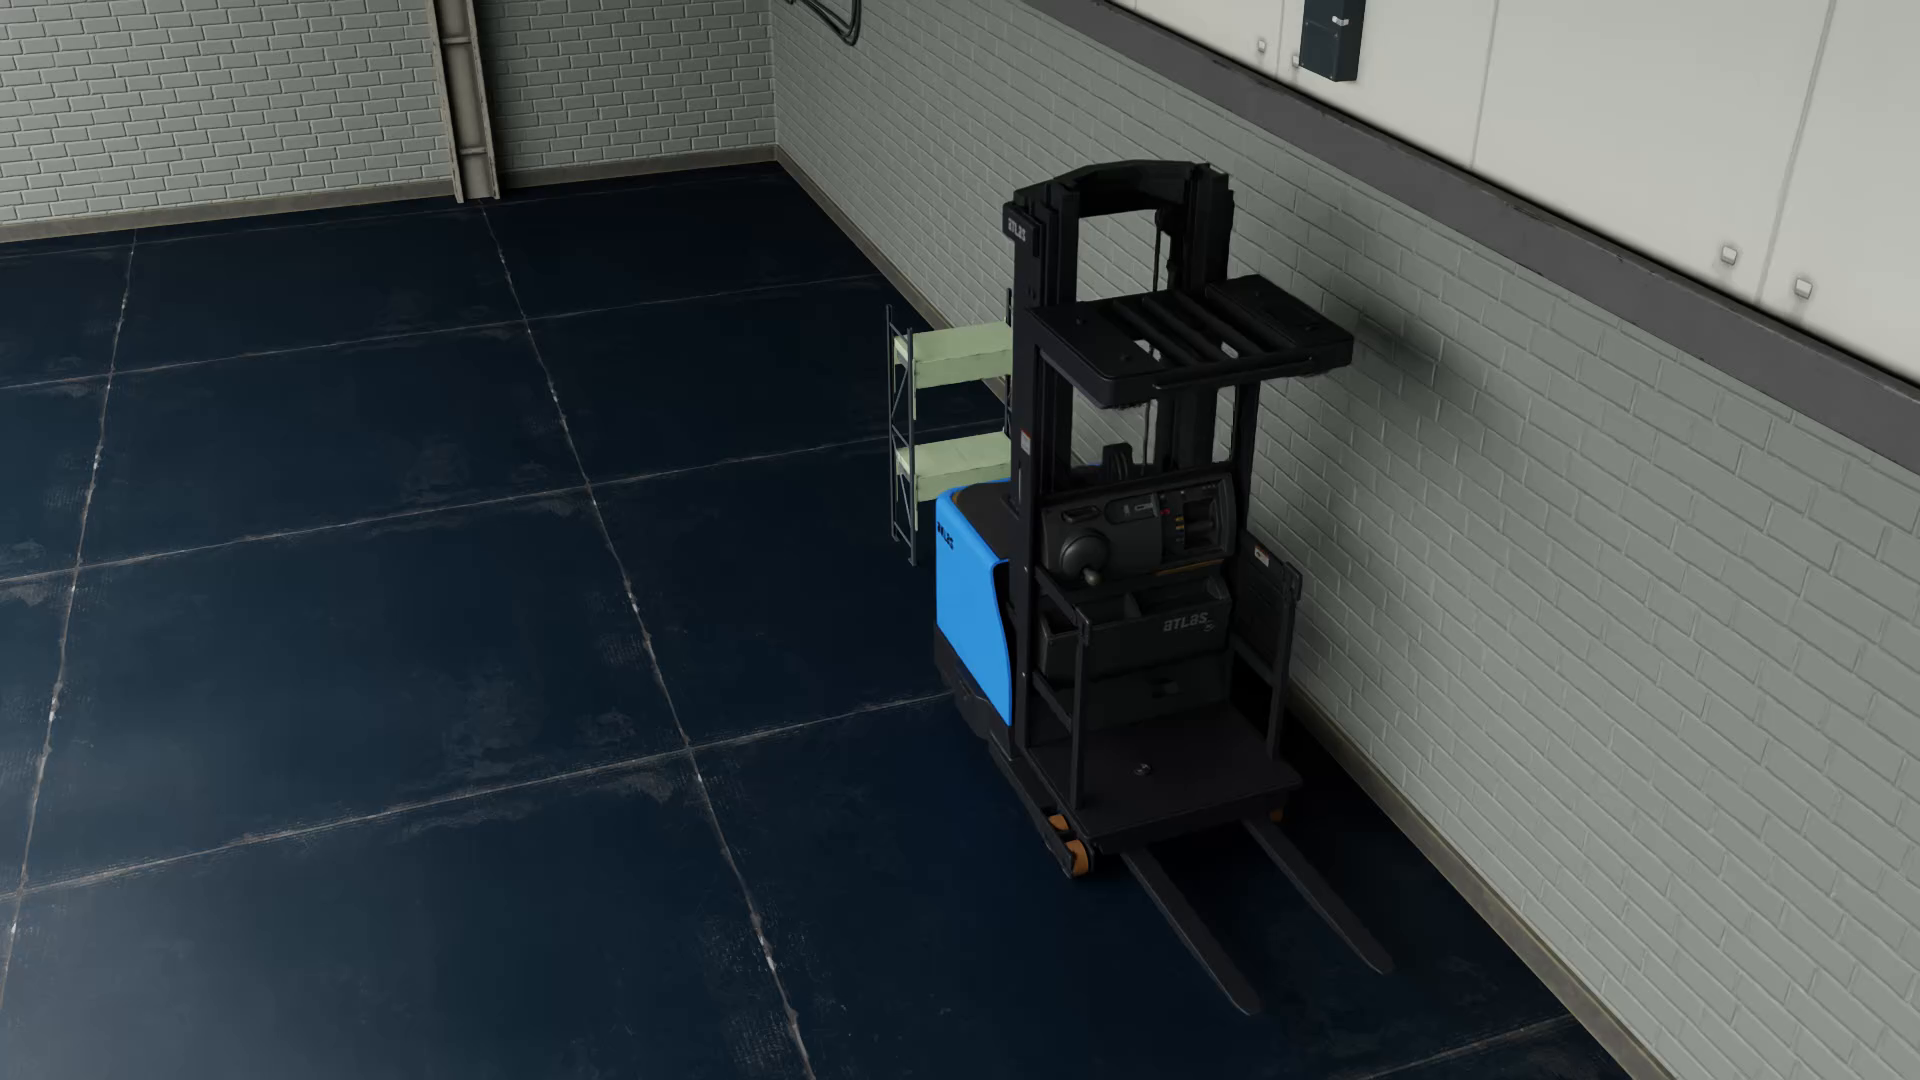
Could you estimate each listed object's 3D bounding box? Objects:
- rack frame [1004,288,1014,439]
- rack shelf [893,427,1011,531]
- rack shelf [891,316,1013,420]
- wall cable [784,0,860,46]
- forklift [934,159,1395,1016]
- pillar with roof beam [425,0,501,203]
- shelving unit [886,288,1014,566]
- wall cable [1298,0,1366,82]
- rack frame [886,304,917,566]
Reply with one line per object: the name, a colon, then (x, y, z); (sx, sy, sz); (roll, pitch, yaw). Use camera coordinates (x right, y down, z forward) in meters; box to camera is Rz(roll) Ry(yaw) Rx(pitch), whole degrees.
rack frame: (0.349, -0.716, 9.842); (0.023, 1.500, 0.400); (-10, 31, -18)
rack shelf: (0.006, -0.370, 9.893); (0.720, 0.370, 0.431); (-10, 31, -18)
rack shelf: (0.006, -0.992, 9.538); (0.720, 0.370, 0.431); (-10, 31, -18)
wall cable: (-1.378, -5.738, 14.218); (0.112, 2.526, 3.097); (-10, 31, -18)
forklift: (0.873, 0.000, 7.139); (1.130, 2.935, 3.031); (-11, 31, -19)
pillar with roof beam: (-3.099, -5.195, 10.128); (0.400, 9.000, 9.100); (-10, 31, -18)
shelving unit: (0.006, -0.653, 9.731); (0.755, 1.500, 0.431); (-10, 31, -18)
wall cable: (1.917, -4.157, 4.872); (0.169, 6.003, 2.305); (-10, 31, -18)
rack frame: (-0.337, -0.590, 9.620); (0.023, 1.500, 0.400); (-10, 31, -18)
